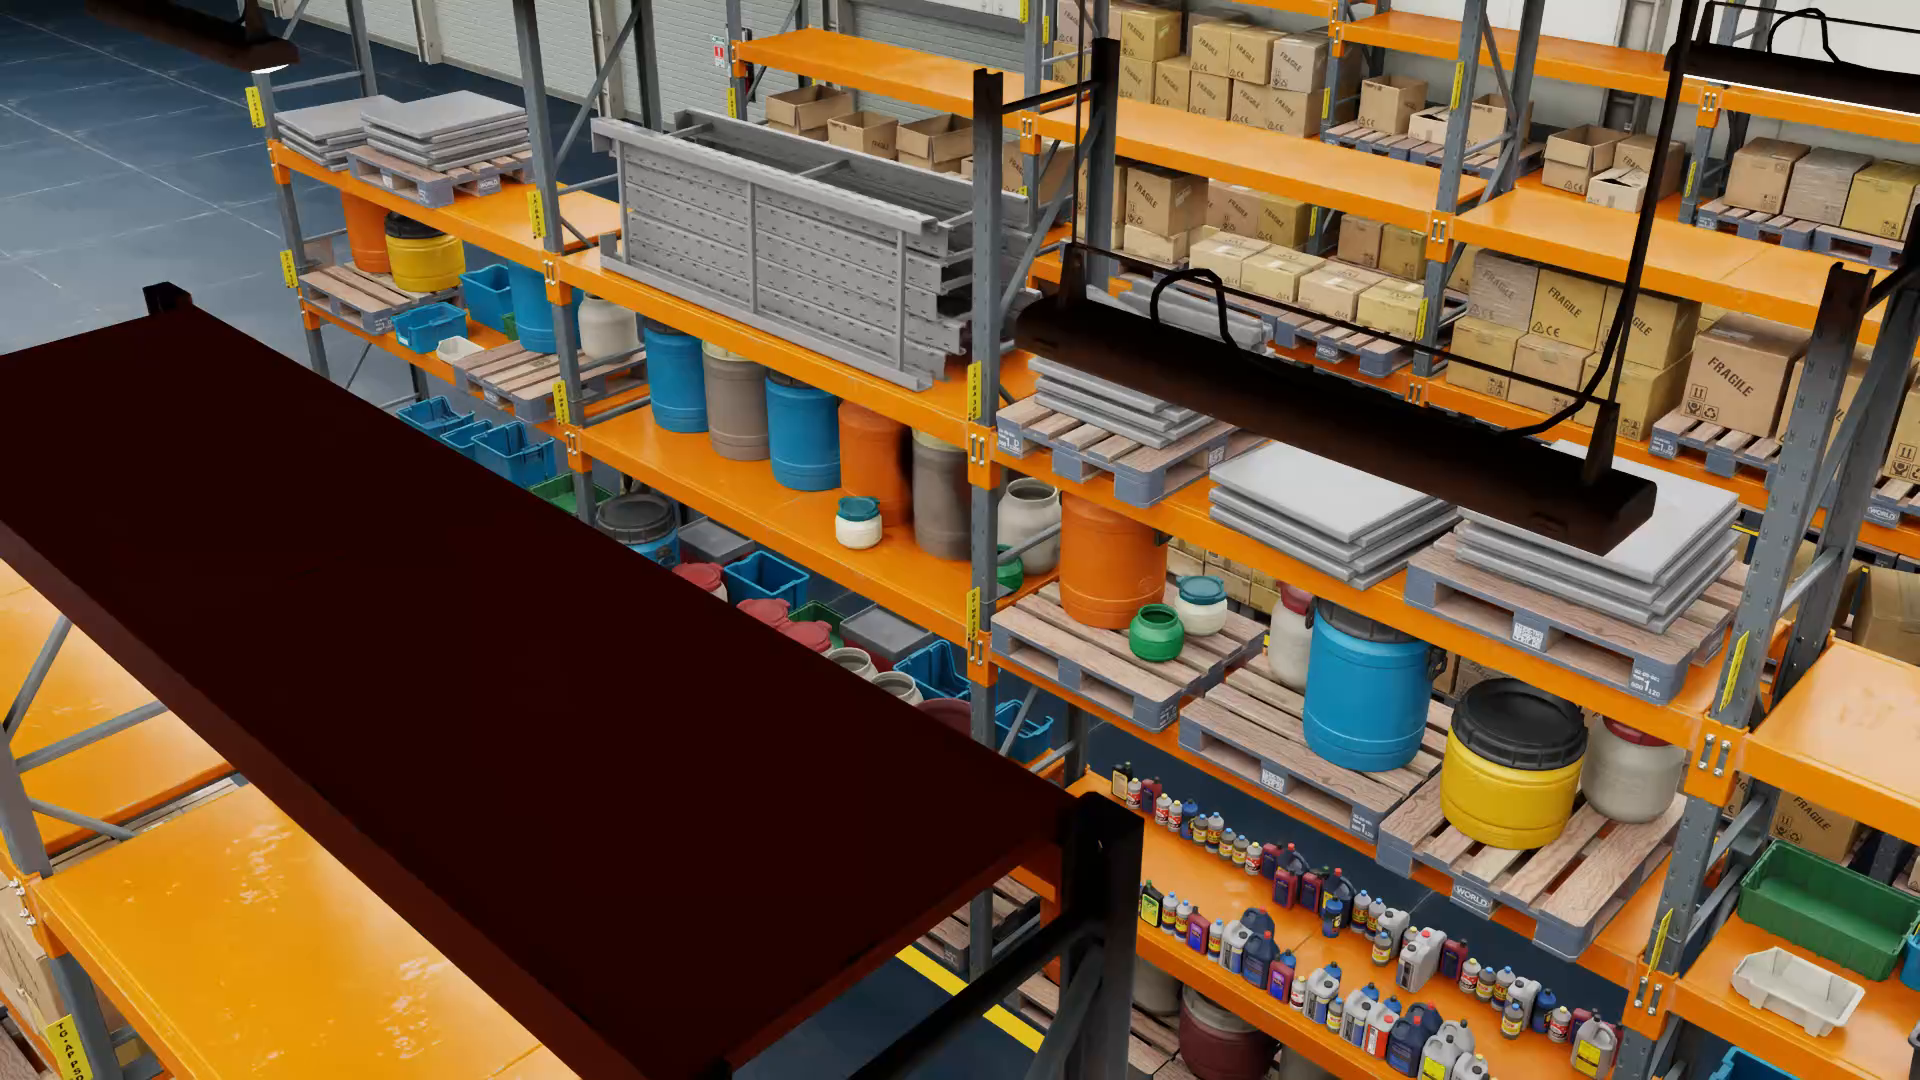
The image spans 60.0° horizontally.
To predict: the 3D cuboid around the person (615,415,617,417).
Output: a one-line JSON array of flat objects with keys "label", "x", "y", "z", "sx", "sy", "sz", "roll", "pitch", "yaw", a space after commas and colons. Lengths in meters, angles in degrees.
[{"label": "person", "x": -3.244, "y": -1.152, "z": 16.492, "sx": 0.378, "sy": 1.825, "sz": 0.672, "roll": -25, "pitch": 38, "yaw": -37}]
